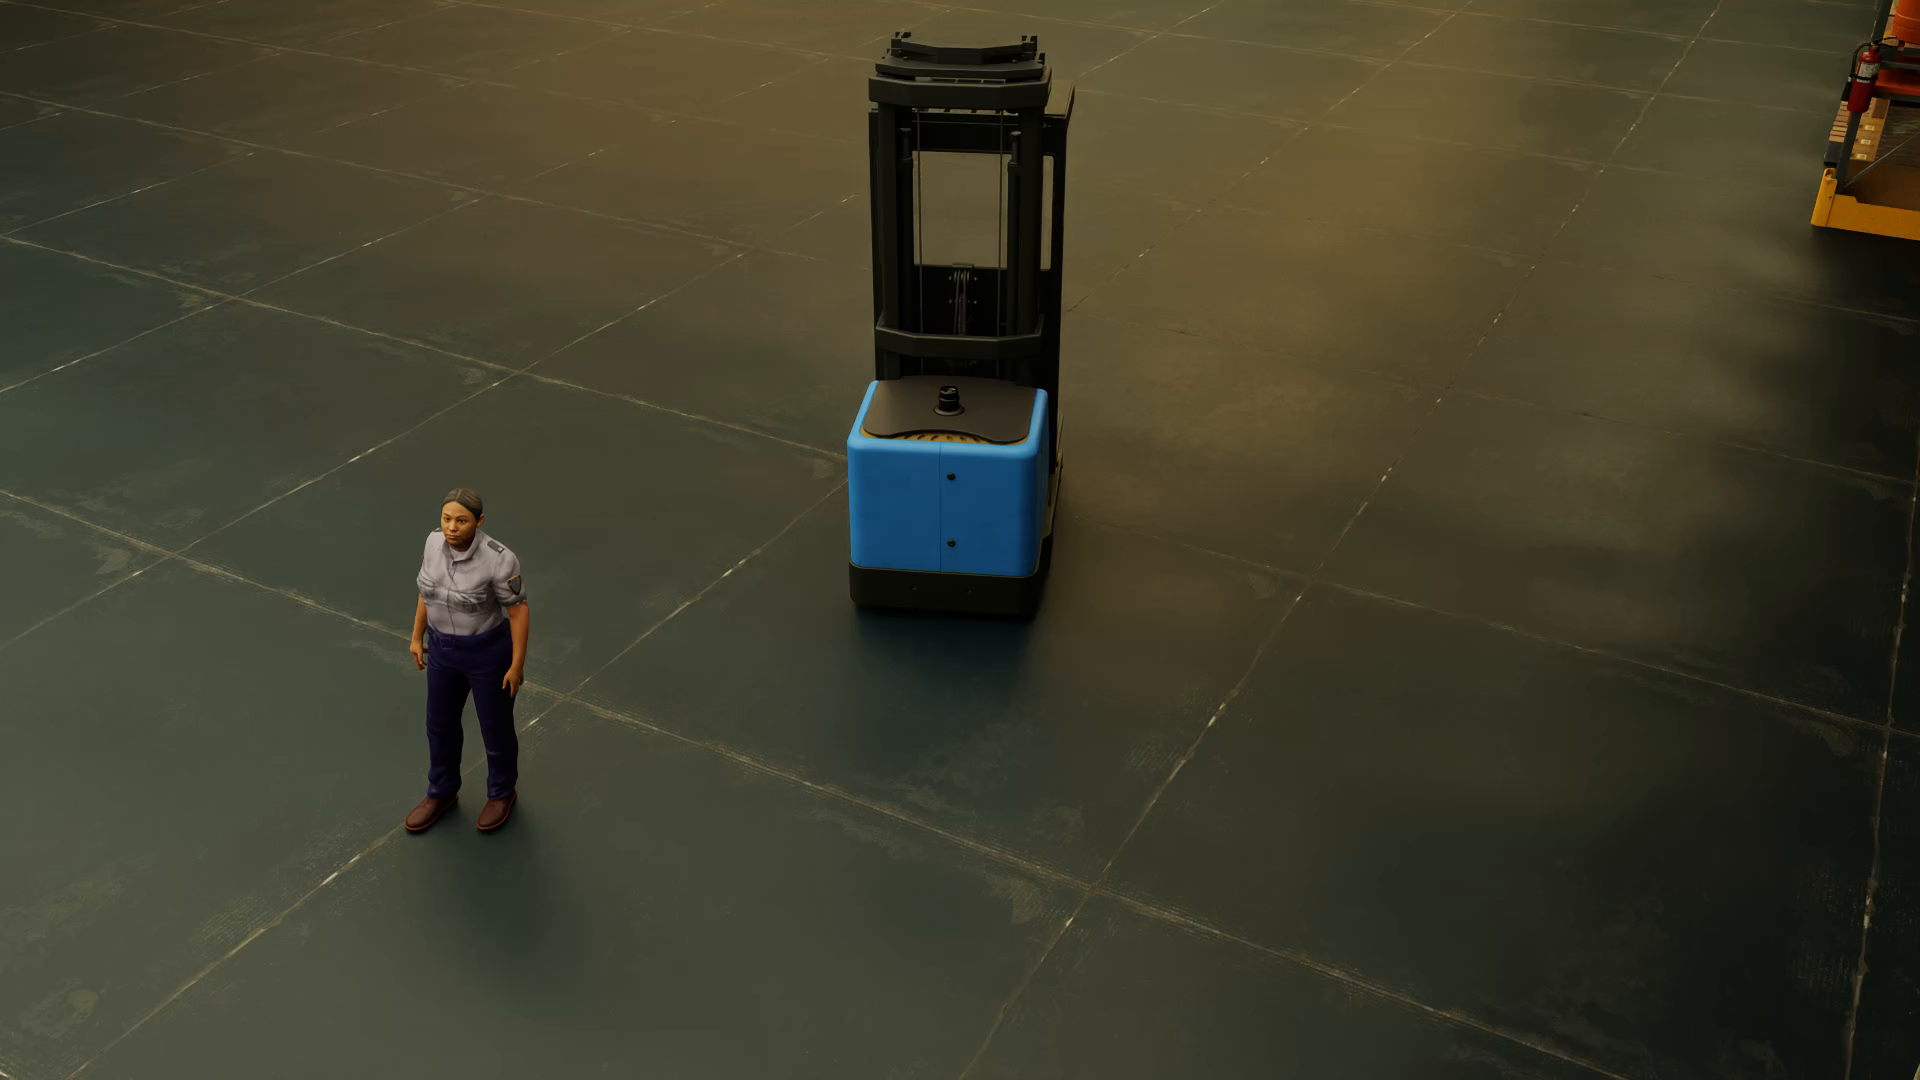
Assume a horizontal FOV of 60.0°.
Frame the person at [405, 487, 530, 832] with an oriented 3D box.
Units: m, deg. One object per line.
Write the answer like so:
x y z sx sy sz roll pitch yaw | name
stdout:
-2.223 0.556 7.378 0.598 1.651 0.502 10 31 16 | person

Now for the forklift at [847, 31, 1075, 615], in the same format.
0.072 -1.572 9.794 1.130 2.935 3.031 3 30 6 | forklift
